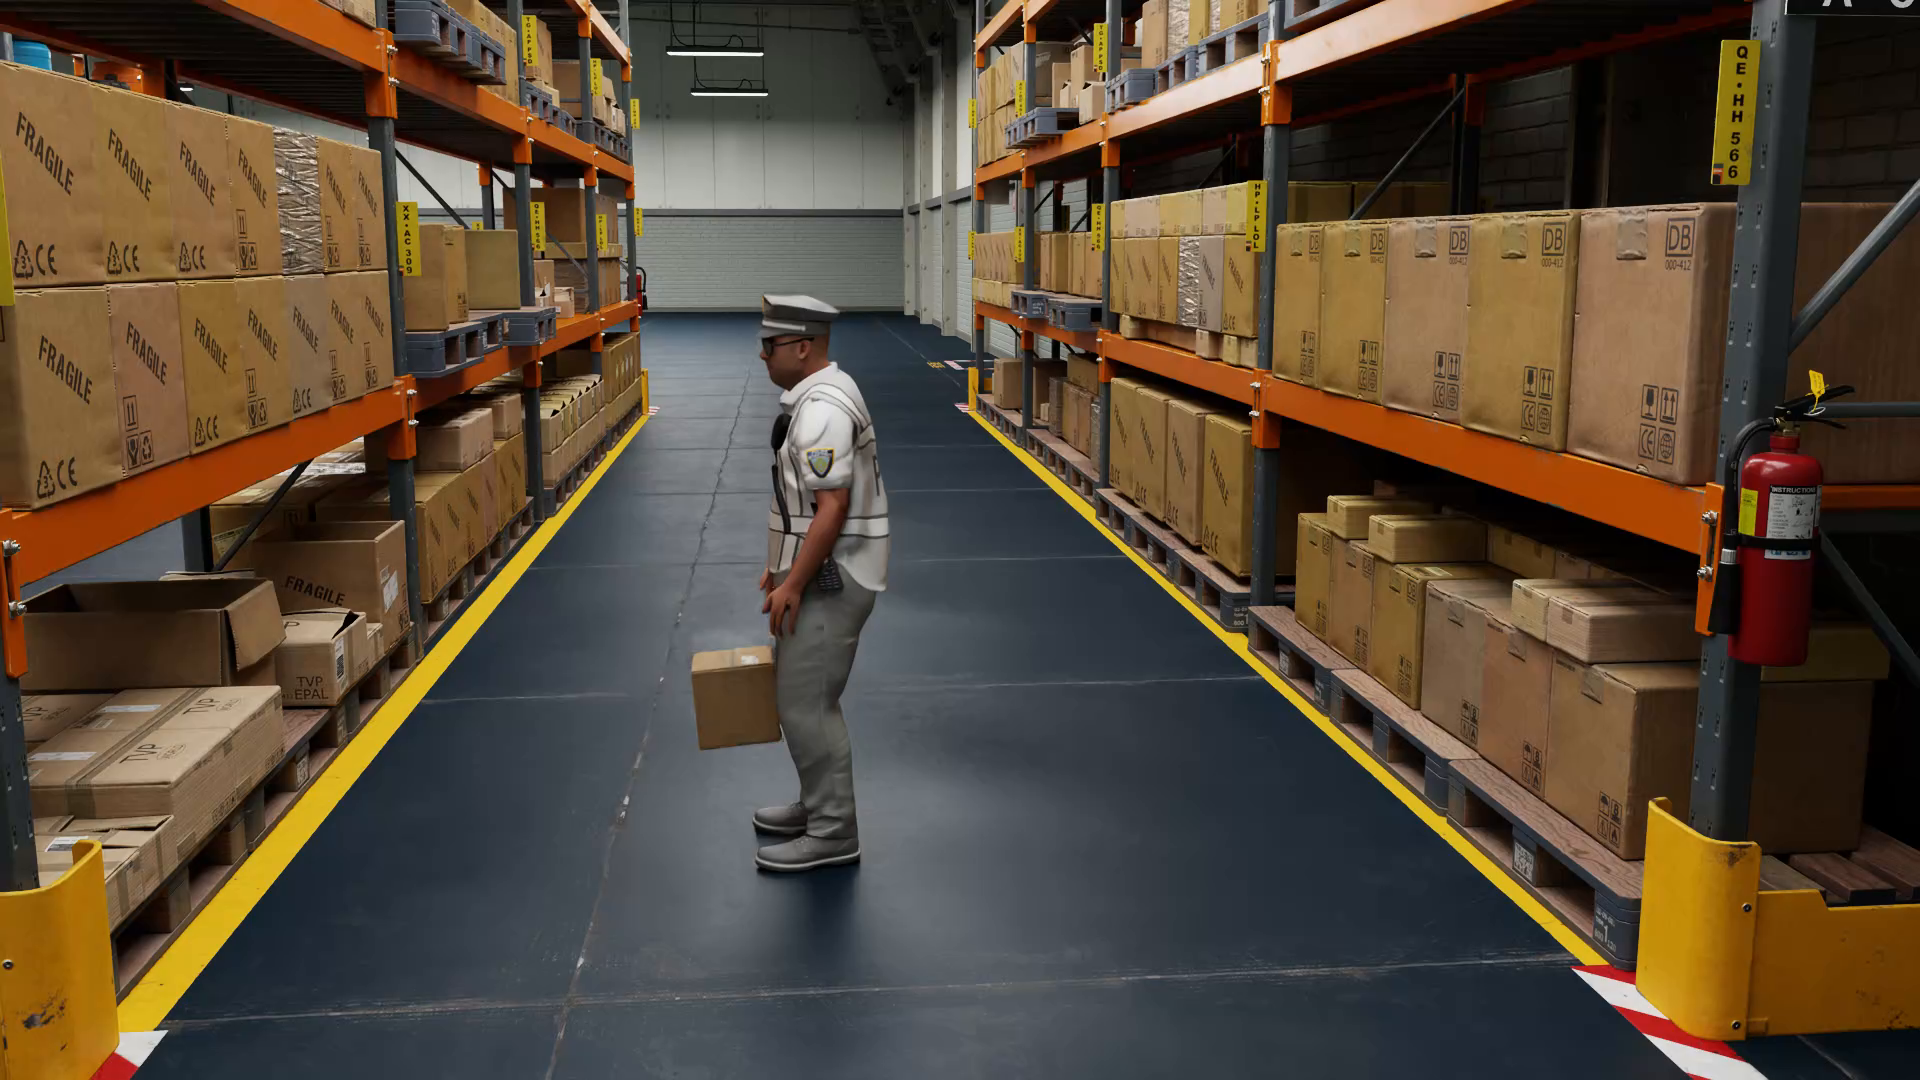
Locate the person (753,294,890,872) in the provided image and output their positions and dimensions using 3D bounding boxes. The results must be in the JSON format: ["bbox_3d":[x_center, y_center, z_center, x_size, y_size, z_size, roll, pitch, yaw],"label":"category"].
[{"bbox_3d":[-0.440,0.121,5.164,0.434,1.755,0.561,-1,10,-8],"label":"person"}]
